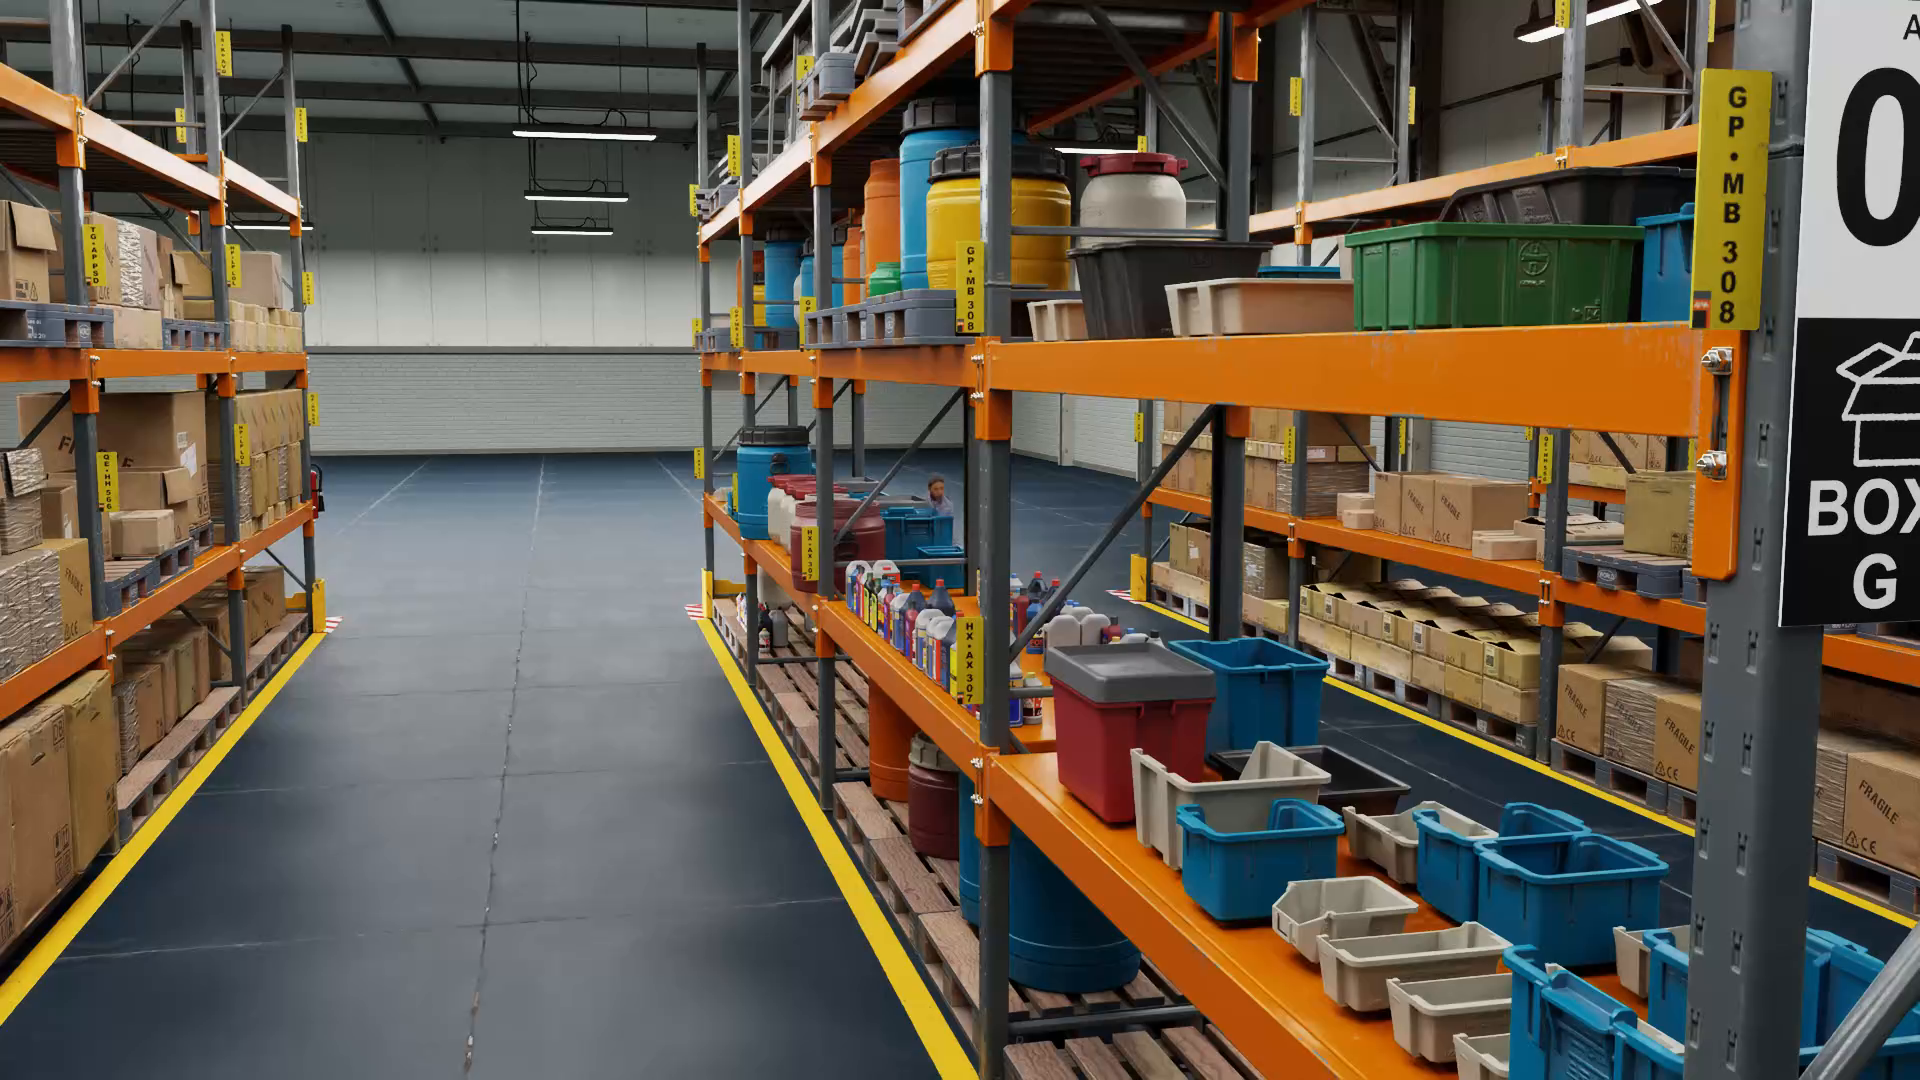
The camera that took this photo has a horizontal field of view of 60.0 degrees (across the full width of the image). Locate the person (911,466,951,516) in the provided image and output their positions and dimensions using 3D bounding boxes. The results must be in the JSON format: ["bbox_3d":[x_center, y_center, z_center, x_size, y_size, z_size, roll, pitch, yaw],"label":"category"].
[{"bbox_3d":[-0.291,0.069,17.168,0.436,1.647,0.528,-2,6,-14],"label":"person"}]
